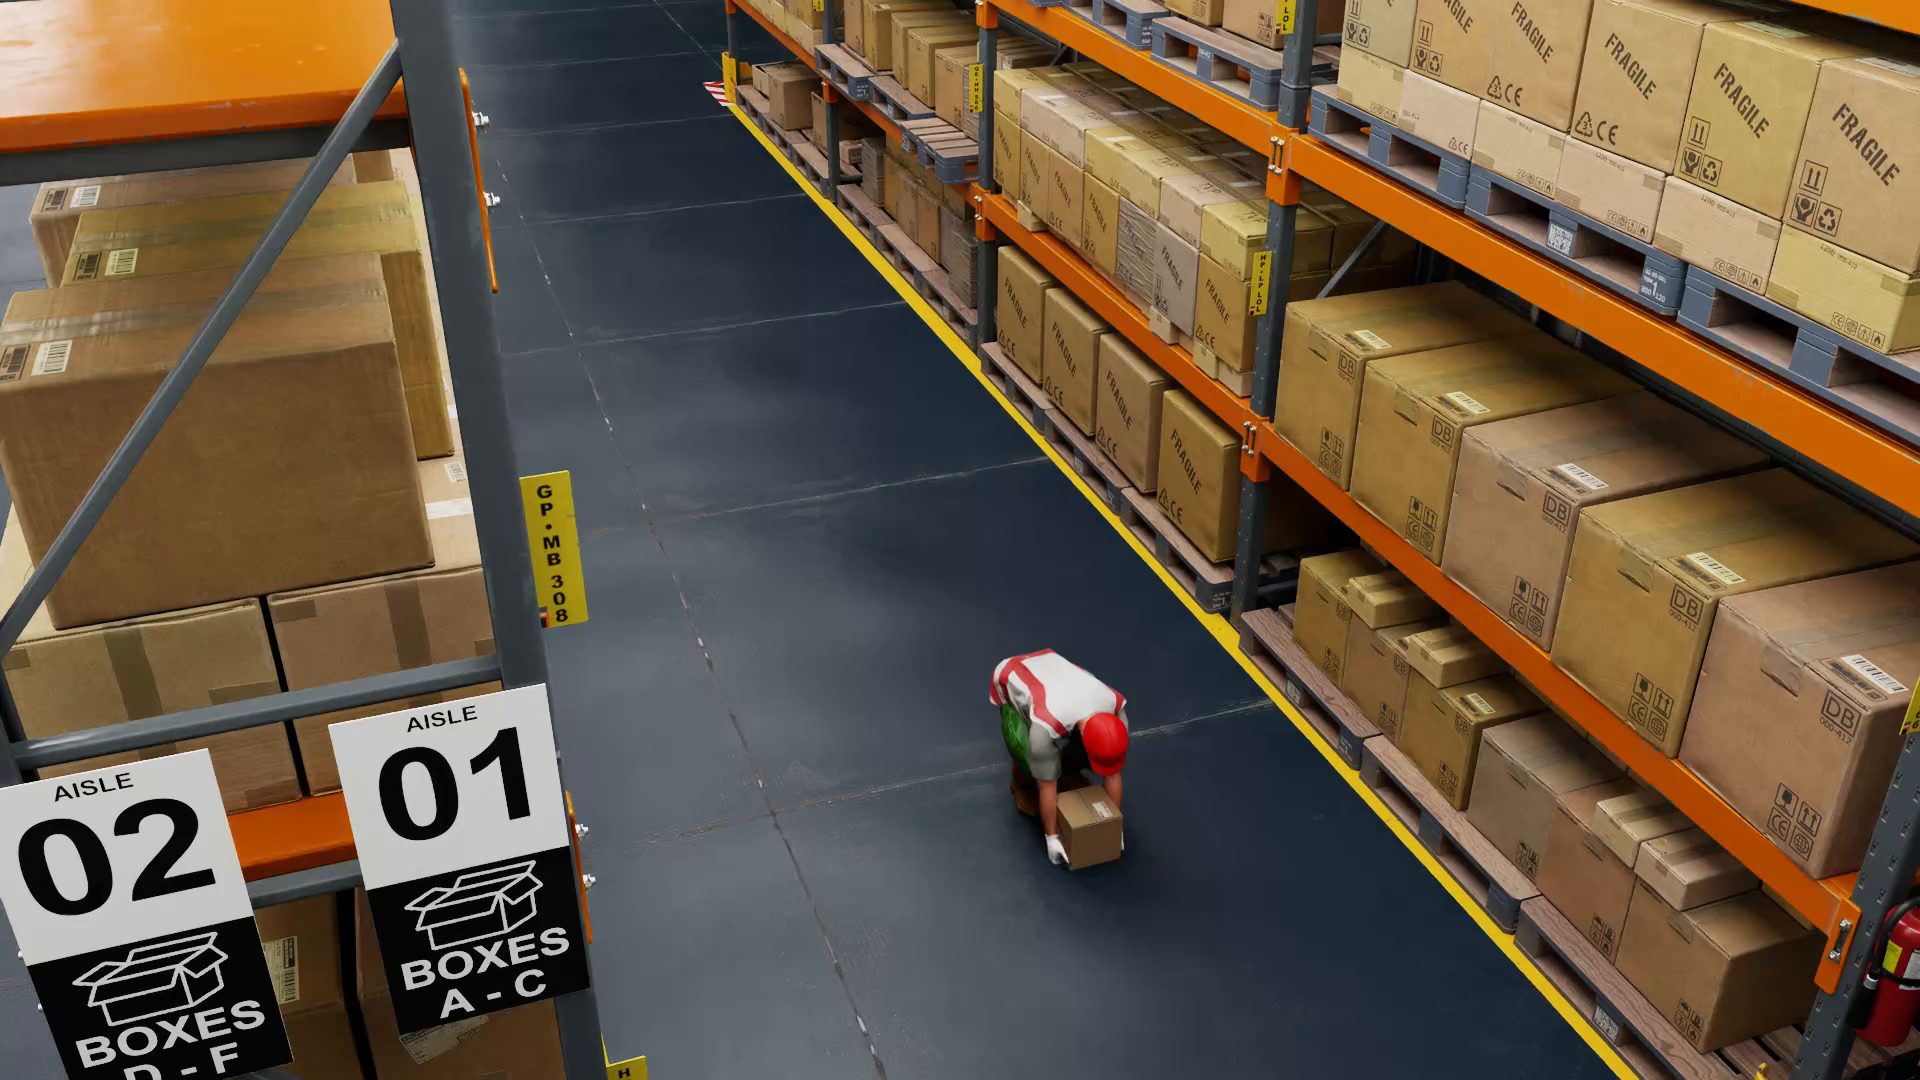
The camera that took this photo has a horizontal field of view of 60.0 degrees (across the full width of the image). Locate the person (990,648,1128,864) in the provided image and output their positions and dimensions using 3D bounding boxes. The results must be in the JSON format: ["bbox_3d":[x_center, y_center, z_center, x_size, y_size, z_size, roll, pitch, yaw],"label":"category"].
[{"bbox_3d":[0.476,0.958,7.701,0.521,0.796,0.950,-11,31,-19],"label":"person"}]
